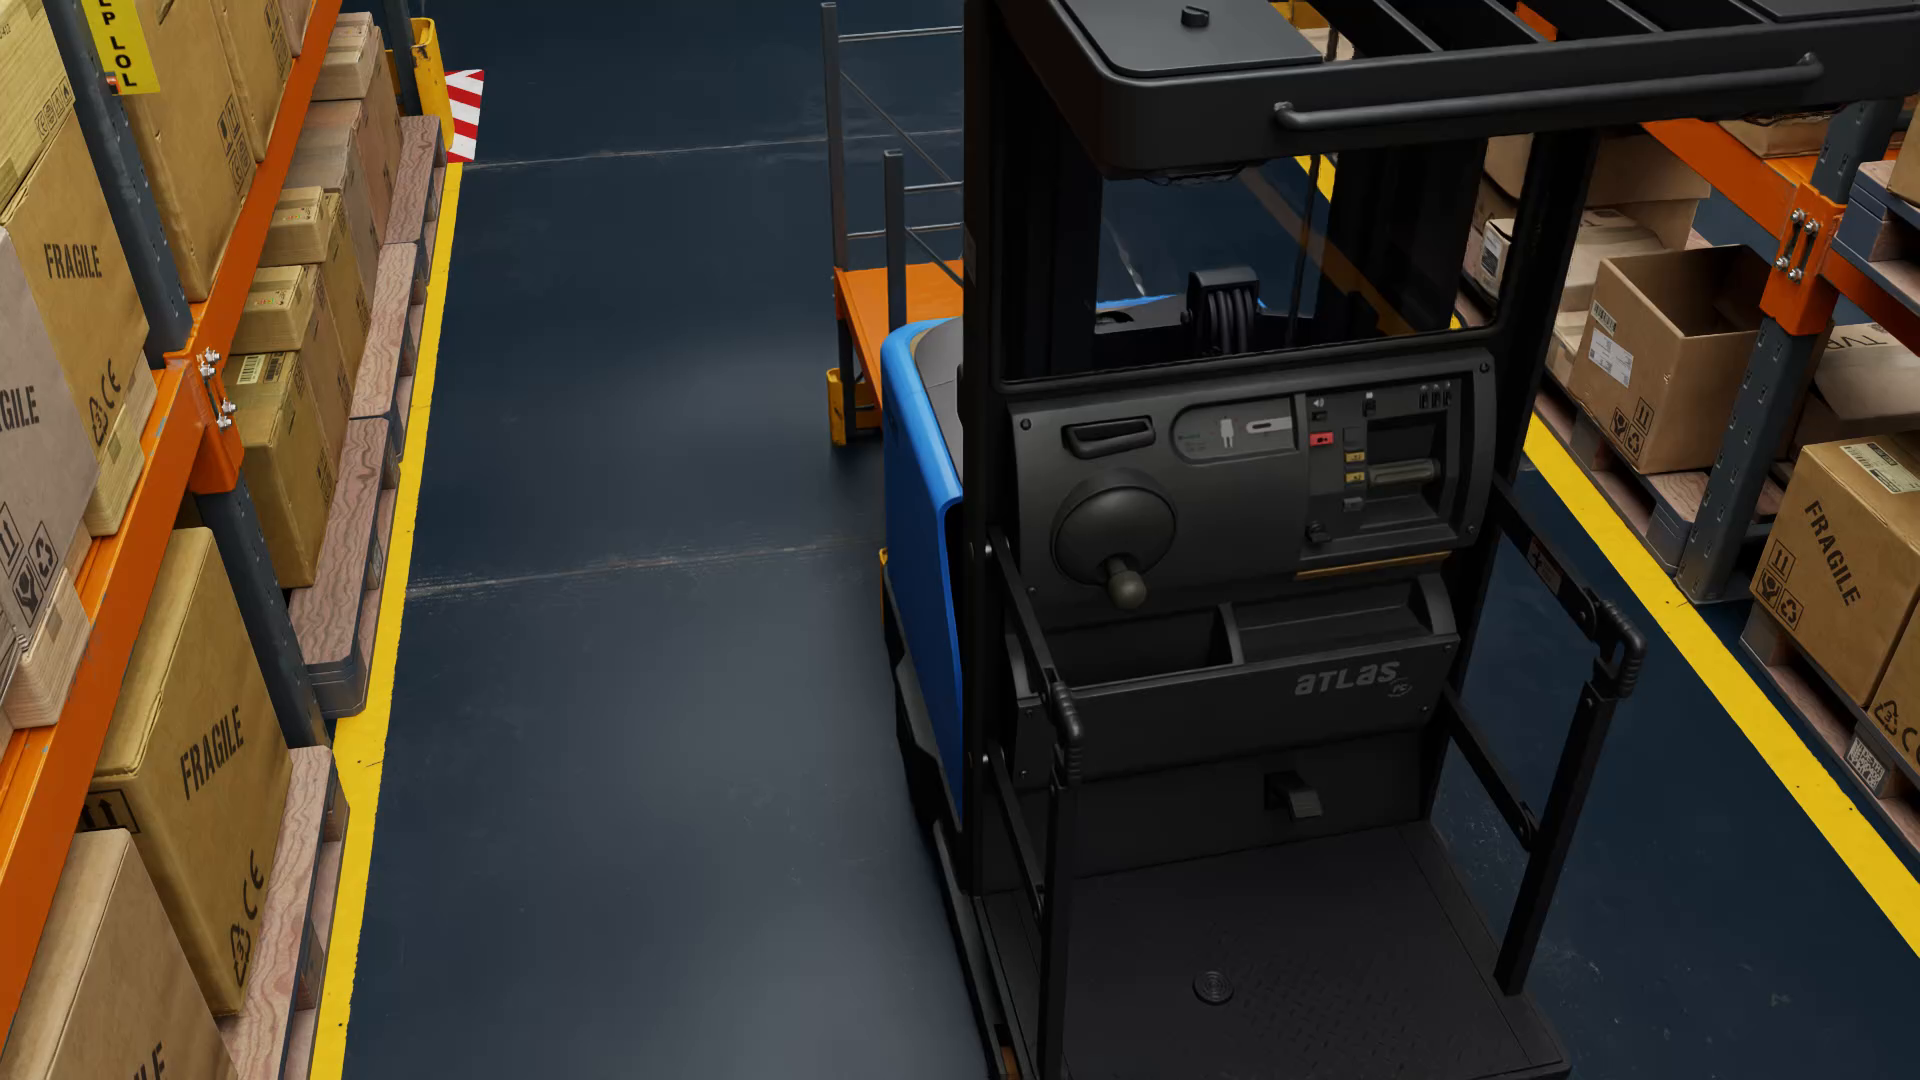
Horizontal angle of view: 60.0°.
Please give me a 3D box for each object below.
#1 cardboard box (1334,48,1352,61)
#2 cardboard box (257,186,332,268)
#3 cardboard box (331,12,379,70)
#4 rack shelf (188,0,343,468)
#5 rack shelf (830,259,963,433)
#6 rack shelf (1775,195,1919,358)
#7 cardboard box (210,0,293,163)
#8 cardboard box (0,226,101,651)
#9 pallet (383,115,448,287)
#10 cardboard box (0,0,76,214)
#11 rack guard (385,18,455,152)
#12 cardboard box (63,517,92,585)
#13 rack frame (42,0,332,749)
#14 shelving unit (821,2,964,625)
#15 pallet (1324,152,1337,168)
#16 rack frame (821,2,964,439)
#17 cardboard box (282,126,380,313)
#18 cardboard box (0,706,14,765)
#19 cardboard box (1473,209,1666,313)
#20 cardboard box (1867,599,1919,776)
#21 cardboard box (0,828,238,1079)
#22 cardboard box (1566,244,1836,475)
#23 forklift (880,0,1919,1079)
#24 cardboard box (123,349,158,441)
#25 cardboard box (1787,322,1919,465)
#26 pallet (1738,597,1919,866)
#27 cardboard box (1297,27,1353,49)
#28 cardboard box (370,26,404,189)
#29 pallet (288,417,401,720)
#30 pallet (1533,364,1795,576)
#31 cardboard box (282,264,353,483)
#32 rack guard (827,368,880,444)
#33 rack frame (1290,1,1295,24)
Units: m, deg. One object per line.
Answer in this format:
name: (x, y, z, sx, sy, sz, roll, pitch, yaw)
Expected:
cardboard box: (1.884, -1.915, 7.153, 0.500, 0.250, 0.500, -6, 38, -8)
cardboard box: (-2.197, -0.977, 5.229, 0.380, 0.149, 0.250, -7, 38, -9)
cardboard box: (-2.472, -1.918, 6.441, 0.380, 0.149, 0.250, -7, 38, -8)
rack shelf: (-2.545, -1.461, 5.272, 1.077, 0.370, 4.000, -6, 38, -8)
rack shelf: (-0.046, -0.534, 5.008, 0.538, 0.185, 1.000, -8, 38, -10)
rack shelf: (3.033, 0.420, 2.851, 1.077, 0.370, 4.000, -6, 38, -8)
cardboard box: (-2.396, -1.427, 4.397, 0.980, 0.700, 0.700, -7, 38, -9)
cardboard box: (-1.766, -0.143, 2.649, 0.500, 0.500, 0.500, -6, 38, -8)
pallet: (-2.678, -1.378, 6.851, 1.003, 0.211, 1.213, -6, 38, -8)
cardboard box: (-1.861, -0.744, 2.811, 0.500, 0.250, 0.500, -5, 38, -7)
rack guard: (-2.900, -1.981, 7.392, 1.175, 0.500, 0.348, -6, 38, -8)
cardboard box: (-1.788, 0.039, 2.944, 0.380, 0.149, 0.250, -5, 38, -7)
rack frame: (-2.194, -0.537, 3.497, 1.000, 3.000, 0.127, -6, 38, -8)
shelving unit: (-0.048, -0.682, 4.905, 0.587, 1.500, 1.083, -8, 38, -10)
pallet: (2.135, -1.860, 7.472, 1.003, 0.211, 1.213, -6, 38, -8)
rack frame: (-0.155, -0.981, 5.290, 0.500, 1.500, 0.032, -8, 38, -10)
cardboard box: (-2.498, -1.114, 5.934, 0.700, 0.500, 0.500, -7, 38, -9)
cardboard box: (-1.706, 0.347, 2.547, 0.380, 0.149, 0.250, -6, 38, -8)
cardboard box: (2.171, -0.951, 5.862, 0.500, 0.311, 0.500, -6, 38, -8)
cardboard box: (2.631, 0.380, 3.994, 0.500, 0.500, 0.500, -6, 38, -7)
cardboard box: (-1.794, 1.061, 2.849, 0.750, 0.750, 0.750, -5, 38, -7)
cardboard box: (2.303, -0.573, 5.221, 0.500, 0.500, 0.500, -6, 38, -8)
forklift: (0.600, -0.038, 2.910, 1.130, 2.935, 3.031, -8, 38, -10)
cardboard box: (-1.856, -0.272, 3.344, 0.380, 0.149, 0.250, -6, 38, -8)
cardboard box: (2.821, -0.461, 5.232, 0.500, 0.311, 0.500, -6, 38, -8)
pallet: (2.862, 0.516, 4.414, 1.003, 0.211, 1.213, -6, 38, -8)
cardboard box: (1.716, -2.246, 7.662, 0.380, 0.149, 0.250, -6, 38, -8)
cardboard box: (-2.674, -1.720, 6.714, 0.700, 0.500, 0.500, -6, 38, -8)
pallet: (-2.251, 0.096, 4.954, 1.003, 0.211, 1.213, -6, 38, -8)
pallet: (2.563, -0.386, 5.575, 1.003, 0.211, 1.213, -6, 38, -8)
cardboard box: (-2.309, -0.483, 5.121, 0.700, 0.500, 0.500, -7, 38, -8)
rack guard: (-0.155, -0.487, 5.673, 0.587, 0.250, 0.087, -8, 38, -10)
rack frame: (1.981, -3.488, 7.295, 1.000, 3.000, 0.127, -6, 38, -8)
